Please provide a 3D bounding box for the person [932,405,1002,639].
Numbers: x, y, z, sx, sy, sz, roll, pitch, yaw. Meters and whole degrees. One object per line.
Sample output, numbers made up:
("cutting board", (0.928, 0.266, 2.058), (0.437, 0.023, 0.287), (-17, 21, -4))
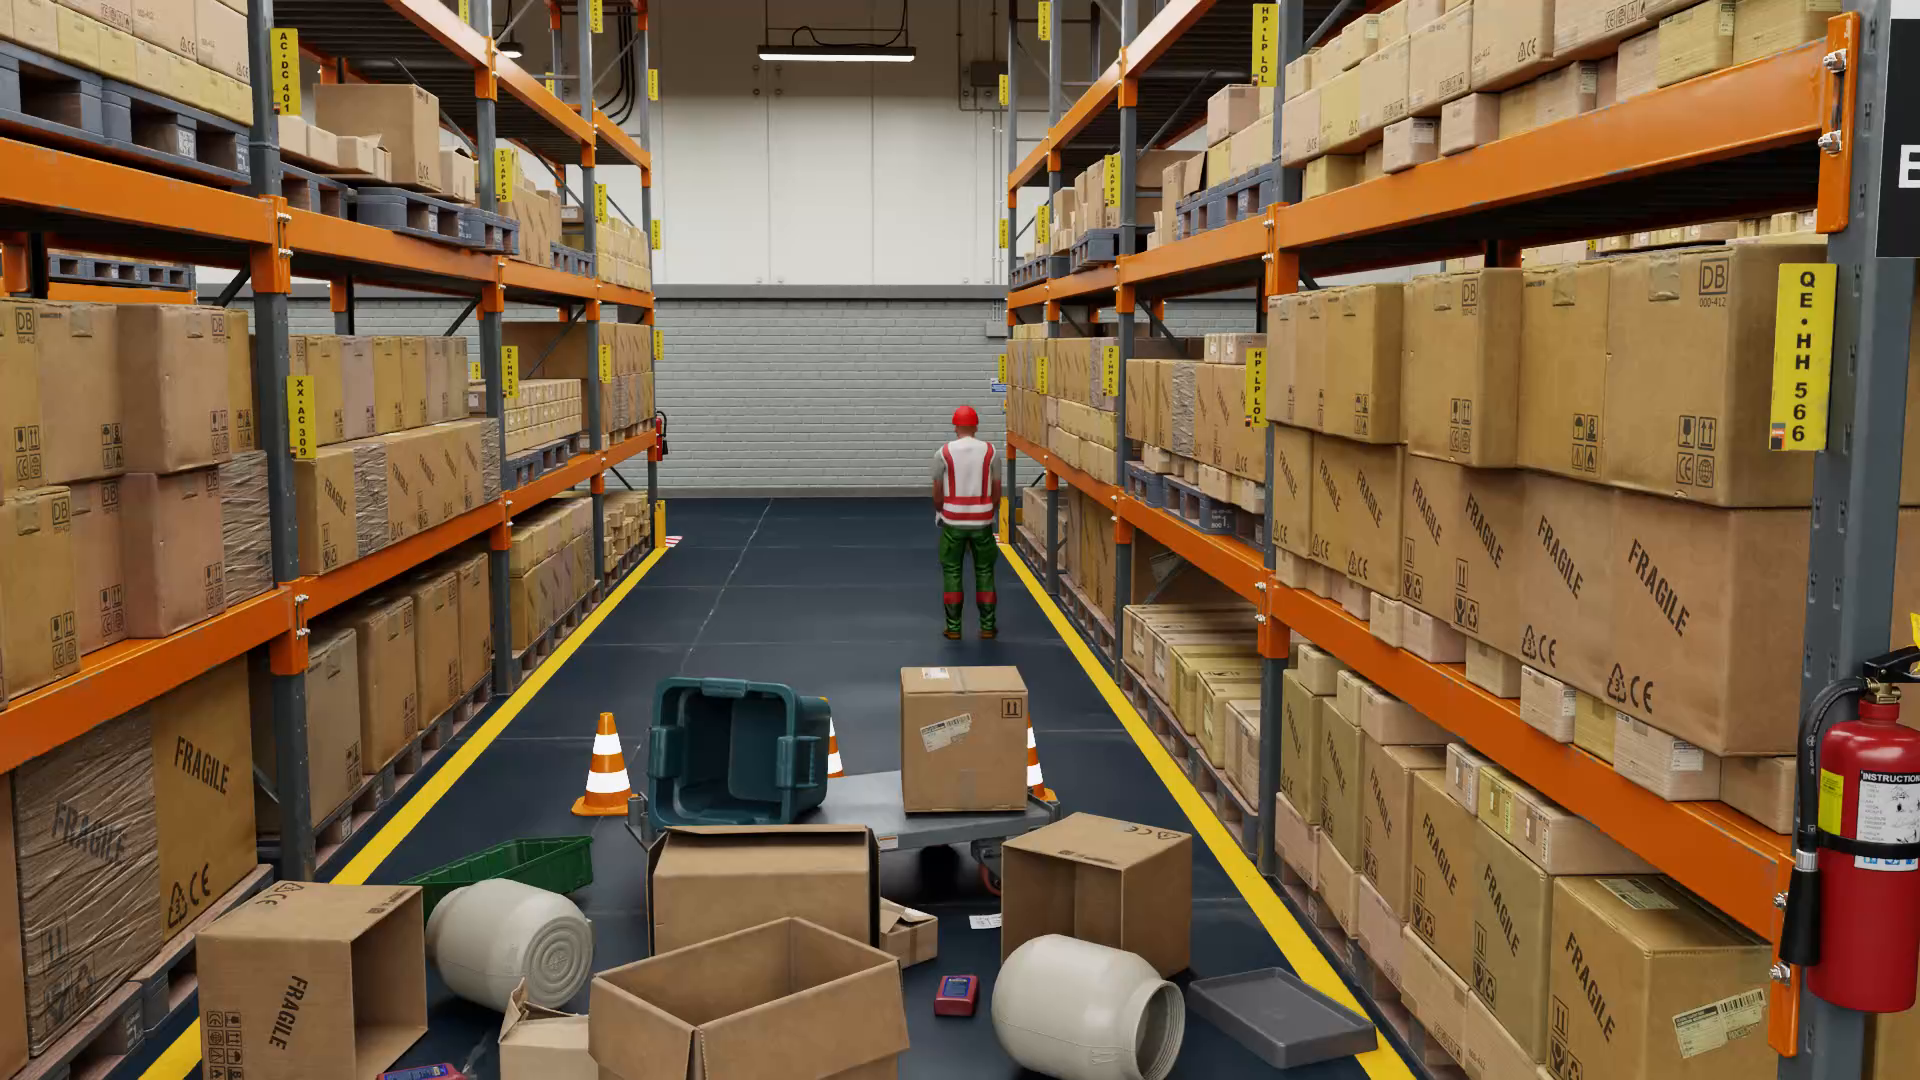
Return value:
("person", (0.050, -0.139, 12.802), (0.539, 1.790, 0.437), (-1, 7, -5))
